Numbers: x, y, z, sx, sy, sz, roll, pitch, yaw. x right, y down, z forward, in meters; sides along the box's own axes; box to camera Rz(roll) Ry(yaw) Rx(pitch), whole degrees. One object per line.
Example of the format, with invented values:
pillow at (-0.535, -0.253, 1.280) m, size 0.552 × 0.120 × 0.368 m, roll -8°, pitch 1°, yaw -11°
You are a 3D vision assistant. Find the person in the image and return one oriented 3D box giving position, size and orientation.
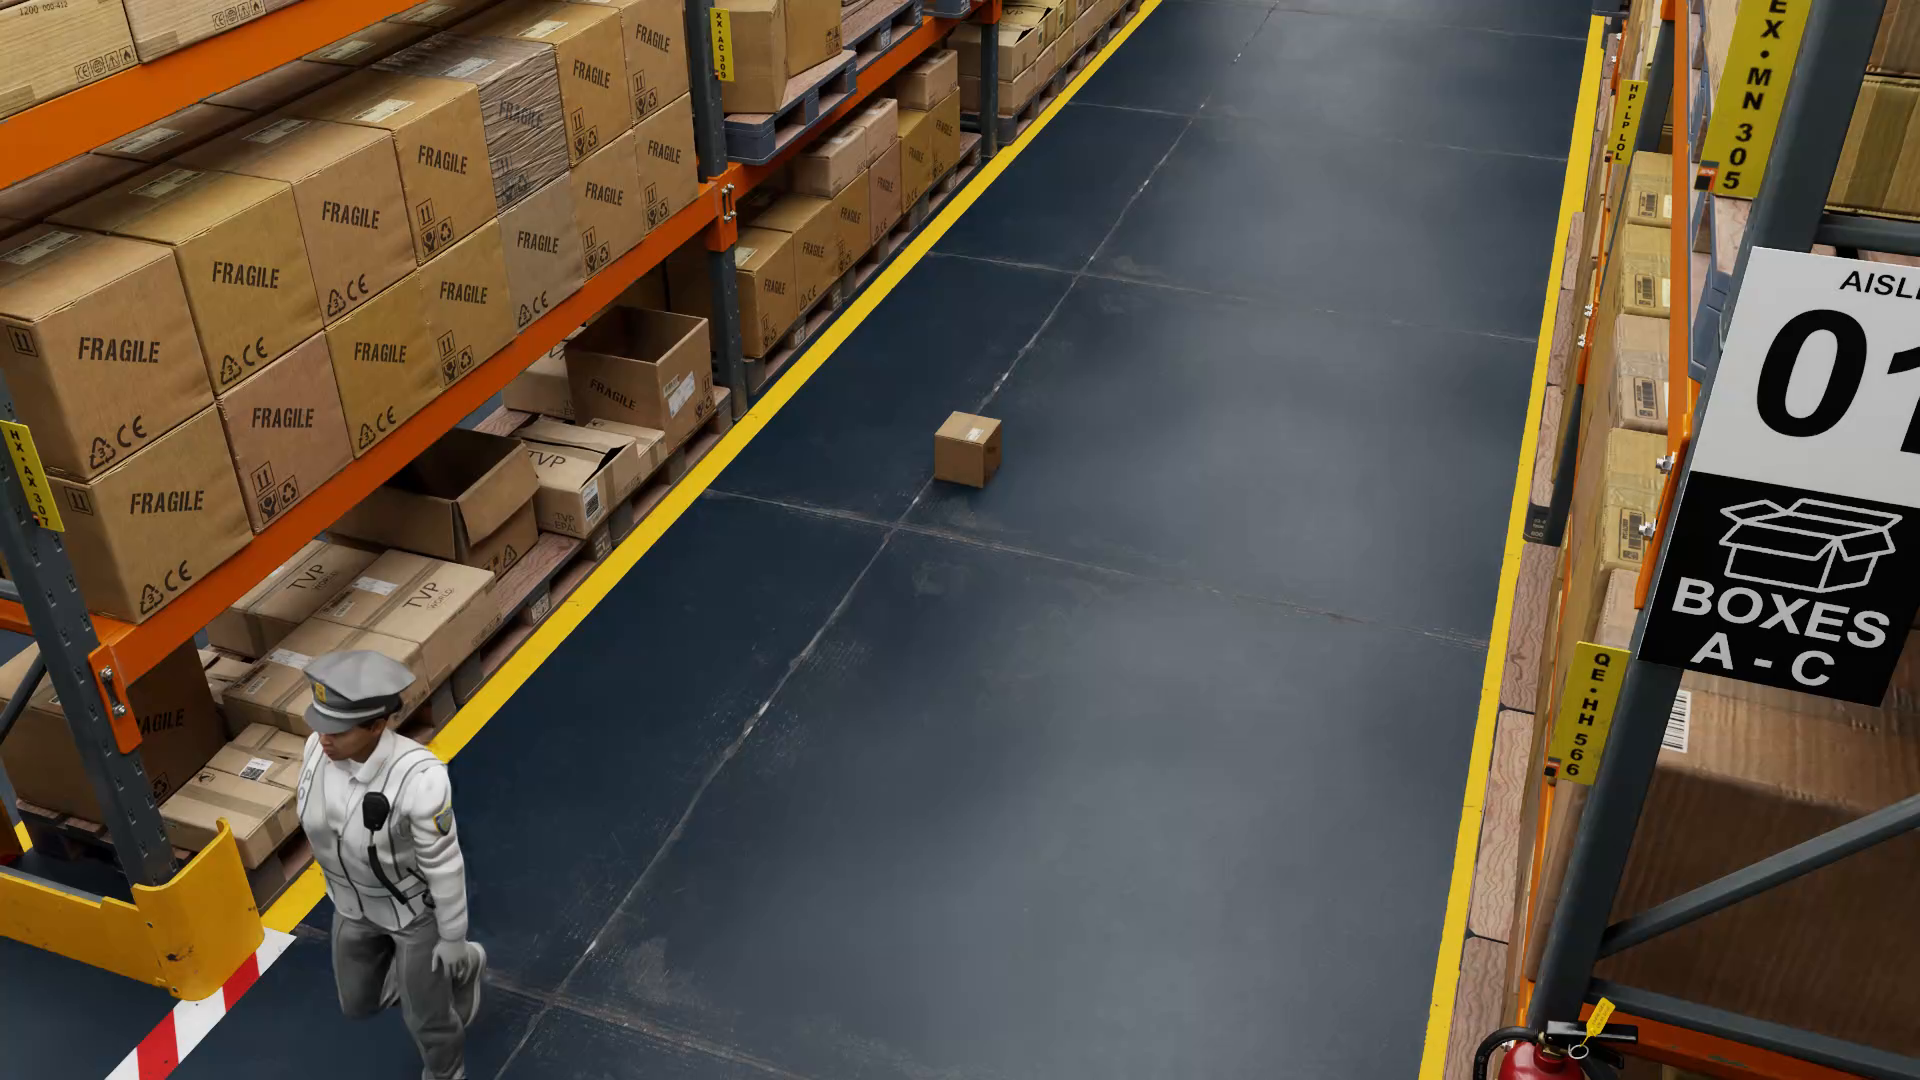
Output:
person at (-1.557, 0.755, 4.427) m, size 0.502 × 0.626 × 0.319 m, roll 13°, pitch 36°, yaw 18°
